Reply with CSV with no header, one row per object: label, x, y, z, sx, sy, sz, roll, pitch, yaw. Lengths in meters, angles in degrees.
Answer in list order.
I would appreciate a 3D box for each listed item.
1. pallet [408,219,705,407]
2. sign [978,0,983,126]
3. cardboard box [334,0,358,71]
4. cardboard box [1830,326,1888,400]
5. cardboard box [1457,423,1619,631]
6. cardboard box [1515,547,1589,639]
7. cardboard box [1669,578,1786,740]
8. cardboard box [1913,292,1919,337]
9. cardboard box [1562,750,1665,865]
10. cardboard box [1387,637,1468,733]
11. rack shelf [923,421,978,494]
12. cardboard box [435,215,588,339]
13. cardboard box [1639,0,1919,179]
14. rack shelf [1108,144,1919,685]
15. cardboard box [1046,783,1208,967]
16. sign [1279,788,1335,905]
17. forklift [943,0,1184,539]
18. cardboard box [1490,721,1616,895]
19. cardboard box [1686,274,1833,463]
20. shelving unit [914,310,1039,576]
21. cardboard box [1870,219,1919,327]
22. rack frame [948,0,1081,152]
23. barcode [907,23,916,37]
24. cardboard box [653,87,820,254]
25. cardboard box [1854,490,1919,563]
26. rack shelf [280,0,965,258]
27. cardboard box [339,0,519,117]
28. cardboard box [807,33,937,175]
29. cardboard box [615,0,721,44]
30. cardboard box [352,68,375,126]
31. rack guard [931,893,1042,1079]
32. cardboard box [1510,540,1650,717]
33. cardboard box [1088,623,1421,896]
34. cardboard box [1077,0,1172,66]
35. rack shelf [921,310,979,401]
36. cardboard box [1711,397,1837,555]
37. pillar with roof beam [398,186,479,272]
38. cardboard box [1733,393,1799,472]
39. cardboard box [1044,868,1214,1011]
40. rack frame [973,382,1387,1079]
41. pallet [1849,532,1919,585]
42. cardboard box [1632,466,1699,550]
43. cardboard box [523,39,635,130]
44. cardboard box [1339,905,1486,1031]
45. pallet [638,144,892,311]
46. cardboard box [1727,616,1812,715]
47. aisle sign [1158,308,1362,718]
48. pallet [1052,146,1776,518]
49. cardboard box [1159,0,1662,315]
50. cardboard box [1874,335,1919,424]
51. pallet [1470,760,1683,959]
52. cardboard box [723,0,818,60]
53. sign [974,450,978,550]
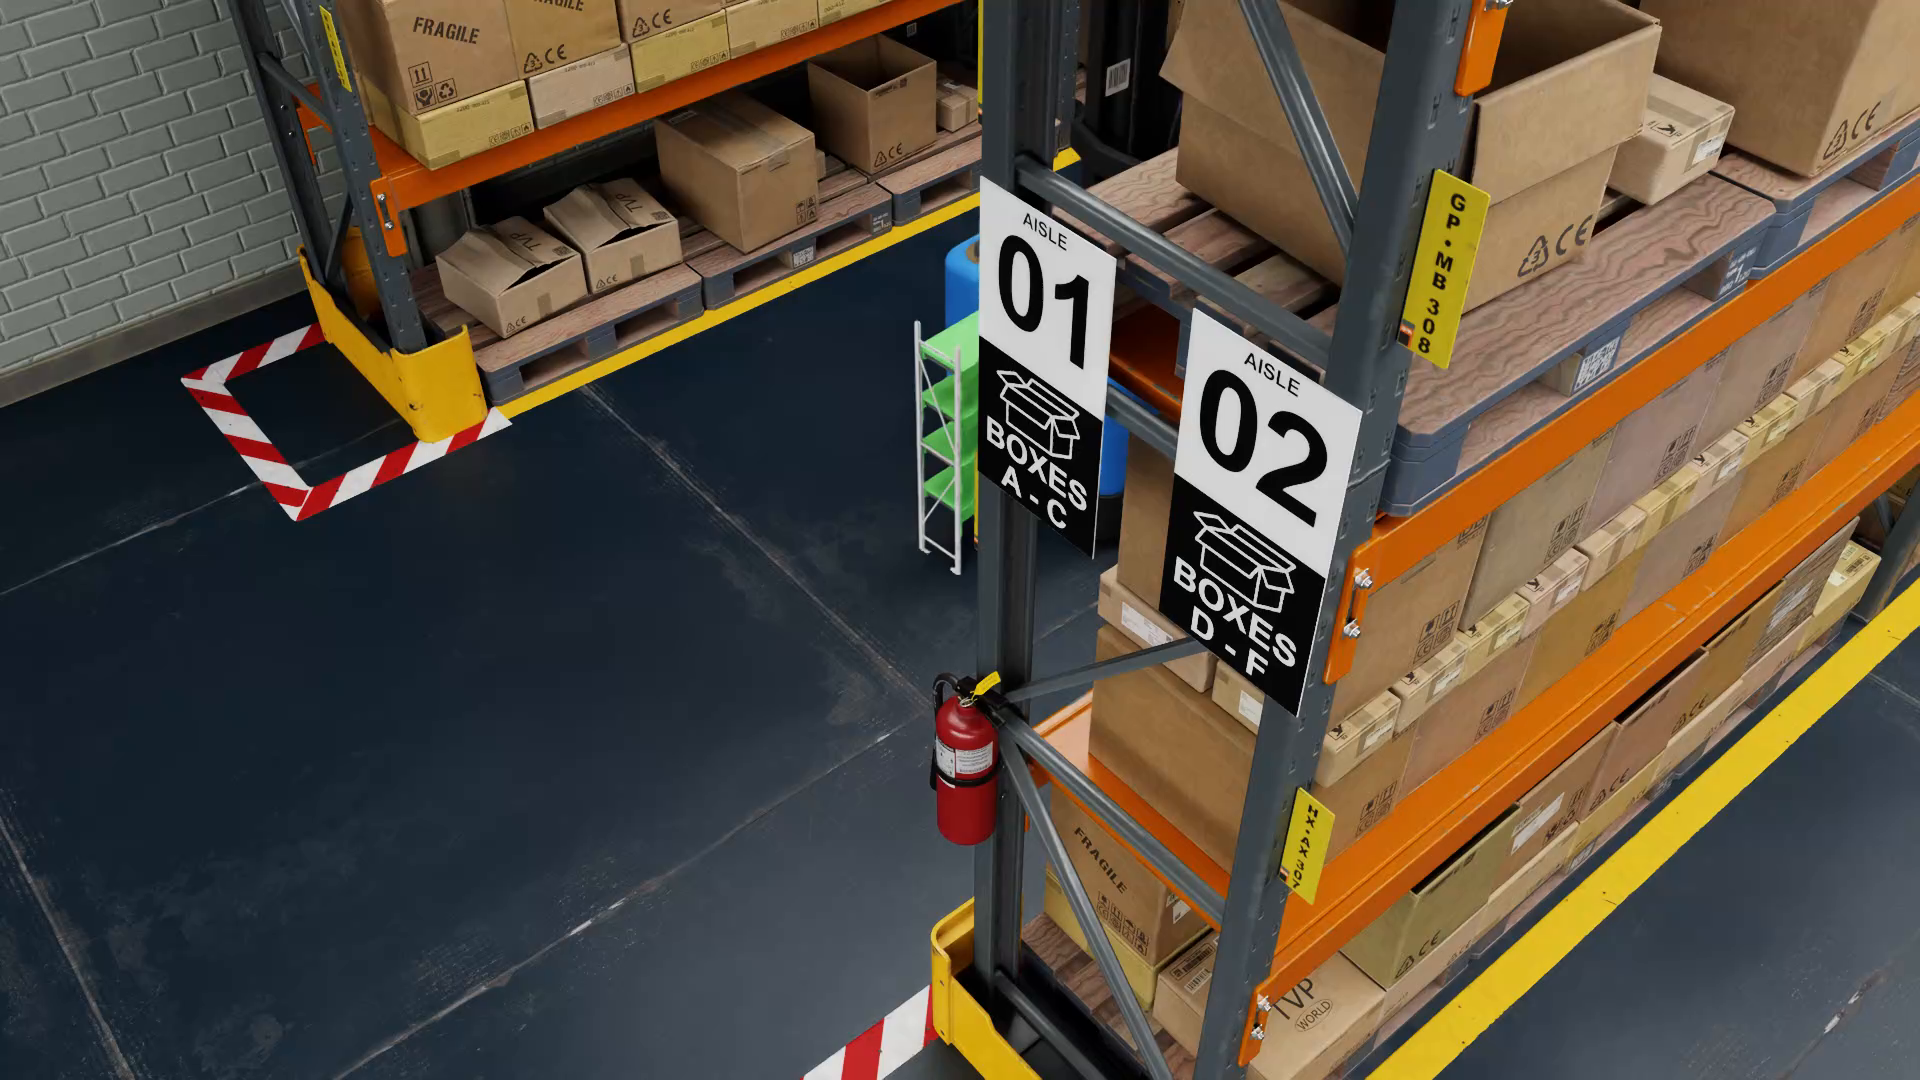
pallet,-2.069,-1.229,8.405,1.213,0.211,1.003,-30,51,-28
sign,0.070,-0.953,3.294,0.005,0.325,0.100,-30,51,-28
cardboard box,-2.548,-2.419,7.182,0.500,0.500,0.500,-30,51,-28
cardboard box,2.623,-0.627,5.179,0.250,0.149,0.380,-30,51,-28
cardboard box,1.215,-0.239,4.293,0.500,0.500,0.700,-31,51,-29
cardboard box,1.435,0.057,4.451,0.250,0.149,0.380,-31,51,-28
cardboard box,2.488,0.298,5.896,0.500,0.500,0.500,-30,51,-28
cardboard box,3.015,-0.849,5.416,0.250,0.149,0.380,-31,51,-29
cardboard box,2.113,0.798,5.911,0.500,0.250,0.500,-30,51,-28
cardboard box,1.048,0.276,4.218,0.250,0.149,0.380,-31,51,-29
rack shelf,0.087,-0.416,6.910,0.480,0.148,0.258,-34,53,-31
cardboard box,-2.185,-1.311,8.098,0.500,0.311,0.500,33,52,30
cardboard box,1.857,-1.195,3.658,0.500,0.500,0.500,-30,51,-28
rack shelf,1.942,-0.984,4.441,4.000,0.370,1.077,-30,51,-28
cardboard box,0.628,0.909,5.245,0.500,0.500,0.500,-30,51,-28
sign,0.759,0.675,3.650,0.005,0.325,0.100,-30,51,-28
forklift,1.316,-1.976,7.213,1.130,2.935,3.031,34,53,31
cardboard box,1.719,0.735,5.430,0.500,0.500,0.500,-30,51,-28
cardboard box,1.985,-0.681,4.764,0.500,0.500,0.700,-30,51,-28
shelving unit,0.087,-0.463,6.866,0.503,1.200,0.258,-34,53,-31
cardboard box,2.753,-1.120,5.231,0.500,0.500,0.700,-30,51,-28
rack frame,0.295,-3.631,8.925,0.127,3.000,1.000,-30,51,-28
barcode,-0.273,-2.886,9.403,0.075,0.075,0.001,-30,51,-28
cardboard box,-1.153,-1.926,8.615,0.500,0.500,0.700,-33,52,-30
cardboard box,3.944,-0.229,7.005,0.500,0.250,0.500,-31,51,-29
rack shelf,-1.239,-2.491,8.236,4.000,0.370,1.077,-30,51,-28
cardboard box,-2.214,-2.152,6.898,0.500,0.500,0.500,-30,51,-28
cardboard box,-0.476,-2.404,9.123,0.500,0.500,0.500,-34,53,-31
cardboard box,-1.429,-2.588,7.361,0.500,0.500,0.500,-31,52,-29
cardboard box,-2.539,-2.134,7.426,0.500,0.250,0.500,-29,50,-27
rack guard,0.389,1.647,5.131,0.348,0.500,1.175,-30,51,-28
cardboard box,1.558,0.042,4.941,0.500,0.500,0.700,-29,51,-28
cardboard box,0.774,0.491,4.464,0.500,0.500,0.700,-30,51,-28
cardboard box,0.849,-3.212,9.984,0.500,0.500,0.700,-28,50,-27
rack shelf,0.087,-0.766,6.581,0.480,0.148,0.258,-34,53,-31
cardboard box,2.352,-0.416,5.429,0.500,0.500,0.700,-29,50,-27
pillar with roof beam,-0.029,-2.562,3.405,0.400,9.000,9.100,-30,51,-28
cardboard box,2.228,-0.397,4.935,0.250,0.149,0.380,-28,50,-27
cardboard box,0.629,1.184,5.500,0.500,0.250,0.500,-30,51,-28
rack frame,0.408,0.725,4.287,0.127,3.000,1.000,-30,51,-28
pallet,4.016,-0.359,7.478,1.213,0.211,1.003,-30,51,-28
cardboard box,1.833,-0.174,4.697,0.250,0.149,0.380,-30,51,-28
cardboard box,-1.806,-2.110,7.401,0.500,0.250,0.500,-31,52,-29
cardboard box,1.343,1.234,5.446,0.500,0.250,0.500,-30,51,-28
pallet,-1.134,-1.762,8.972,1.213,0.211,1.003,-30,51,-28
cardboard box,2.871,0.350,6.387,0.500,0.250,0.500,-30,51,-28
aisle sign,0.554,-0.033,3.195,0.004,0.787,0.394,-30,51,-28
pallet,0.967,-0.633,3.606,1.213,0.211,1.003,-30,51,-28
cardboard box,0.851,-0.860,3.299,0.637,0.503,0.797,-26,49,-25
cardboard box,3.140,-0.870,5.912,0.500,0.500,0.700,-31,51,-29
pallet,1.903,0.851,6.190,1.213,0.211,1.003,-30,51,-28
cardboard box,-1.023,-2.552,7.871,0.500,0.250,0.500,-29,51,-28
sign,0.070,-0.074,4.119,0.005,0.325,0.100,-30,51,-28
